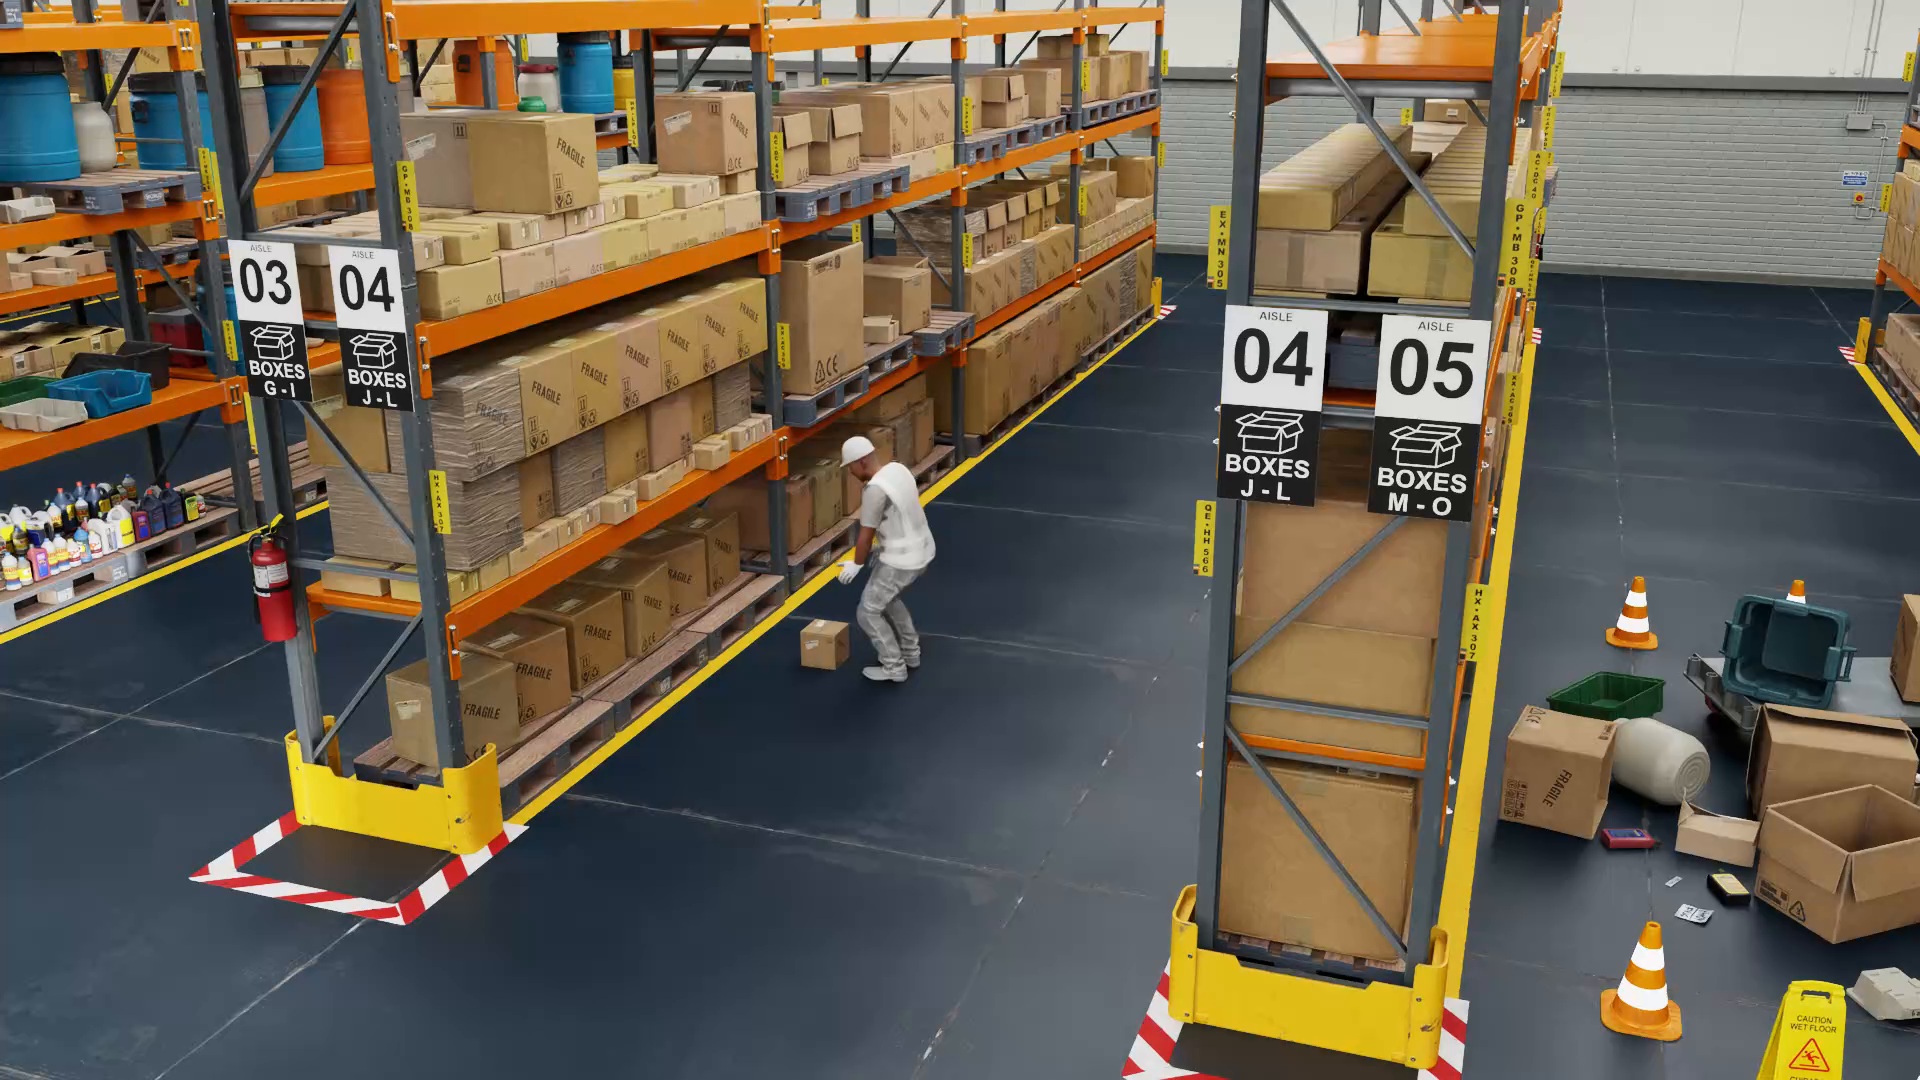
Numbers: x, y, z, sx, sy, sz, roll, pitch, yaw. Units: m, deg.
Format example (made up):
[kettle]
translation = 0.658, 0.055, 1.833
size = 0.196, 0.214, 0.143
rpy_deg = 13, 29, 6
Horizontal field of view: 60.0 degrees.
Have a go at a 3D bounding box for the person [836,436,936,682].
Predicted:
[person]
translation = -0.489, 0.121, 10.922
size = 0.606, 1.624, 0.598
rpy_deg = 7, 20, 19
